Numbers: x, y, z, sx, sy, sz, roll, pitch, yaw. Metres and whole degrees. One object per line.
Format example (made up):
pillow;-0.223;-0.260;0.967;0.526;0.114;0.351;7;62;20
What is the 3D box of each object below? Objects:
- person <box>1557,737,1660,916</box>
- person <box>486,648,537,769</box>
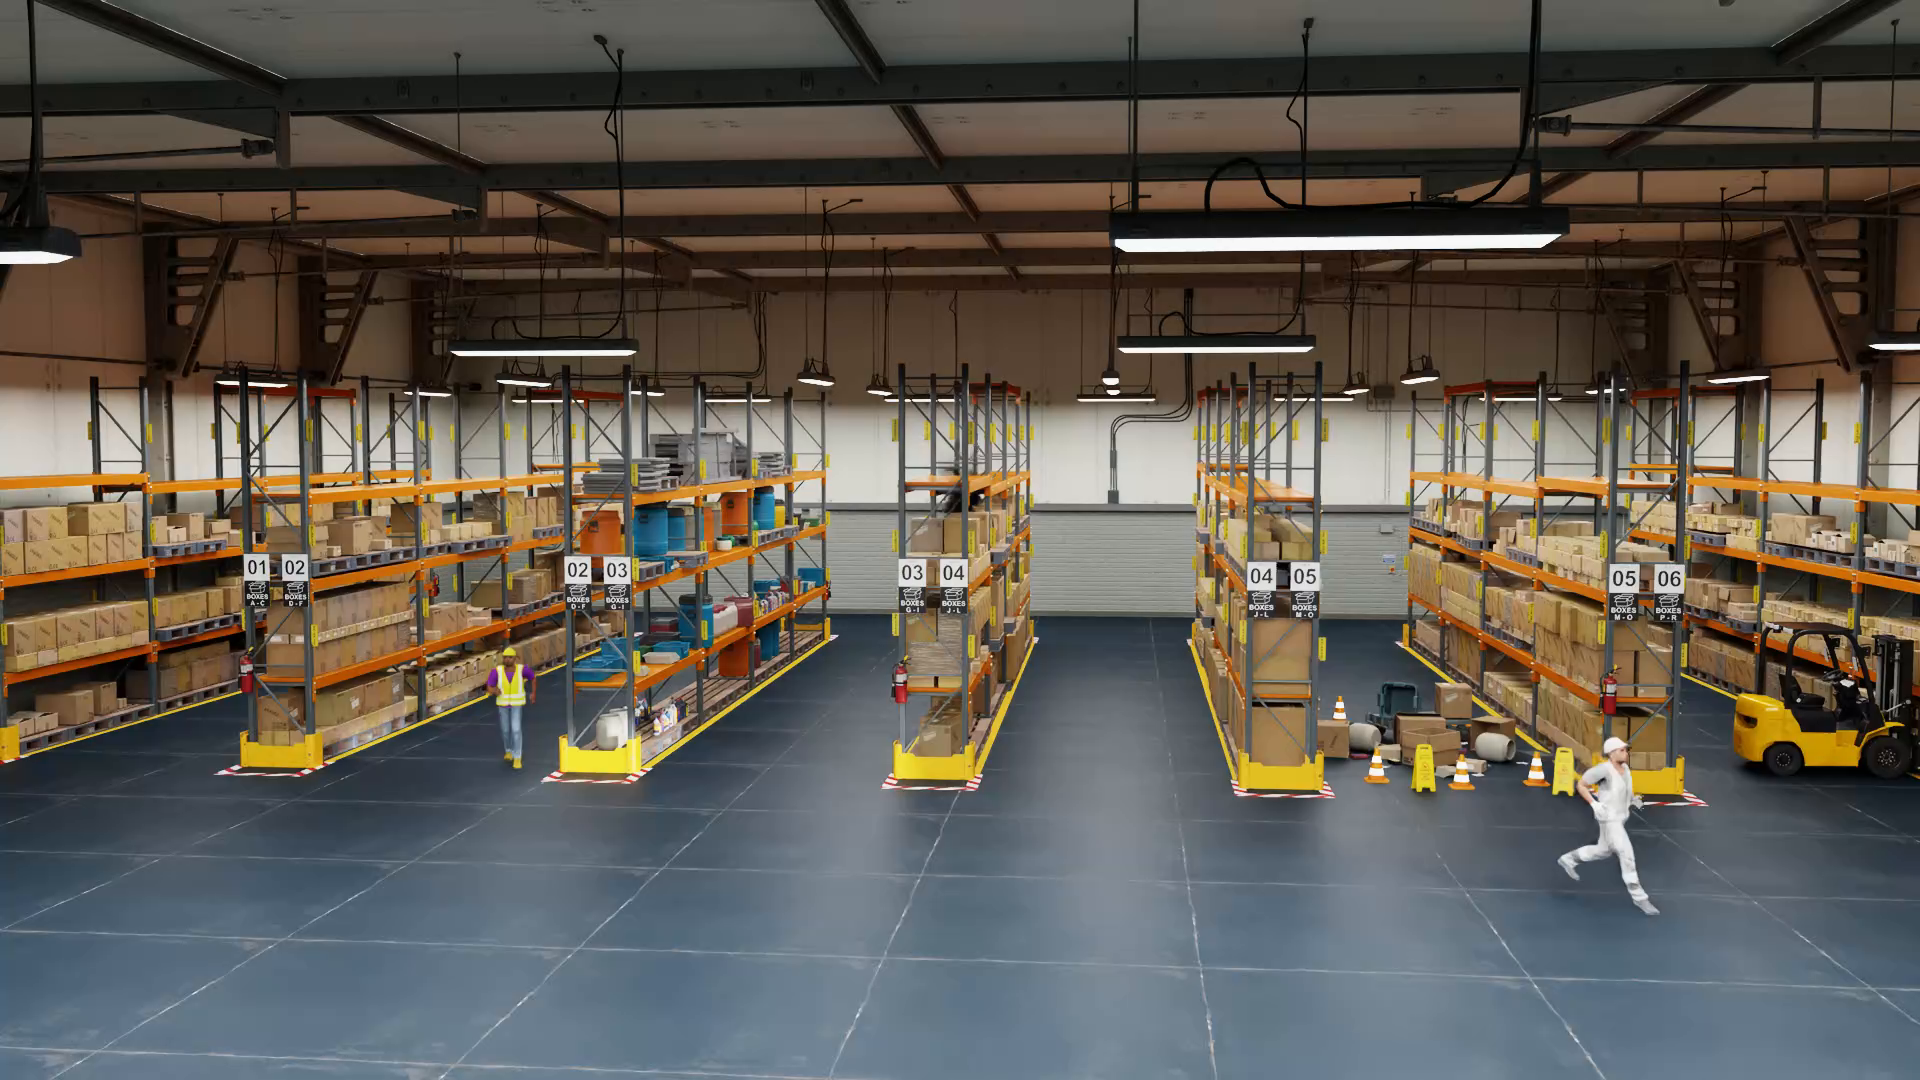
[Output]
person;6.922;2.979;17.692;1.172;1.790;0.623;4;5;44
person;-6.749;2.532;25.010;0.716;1.850;0.756;-1;4;-8
